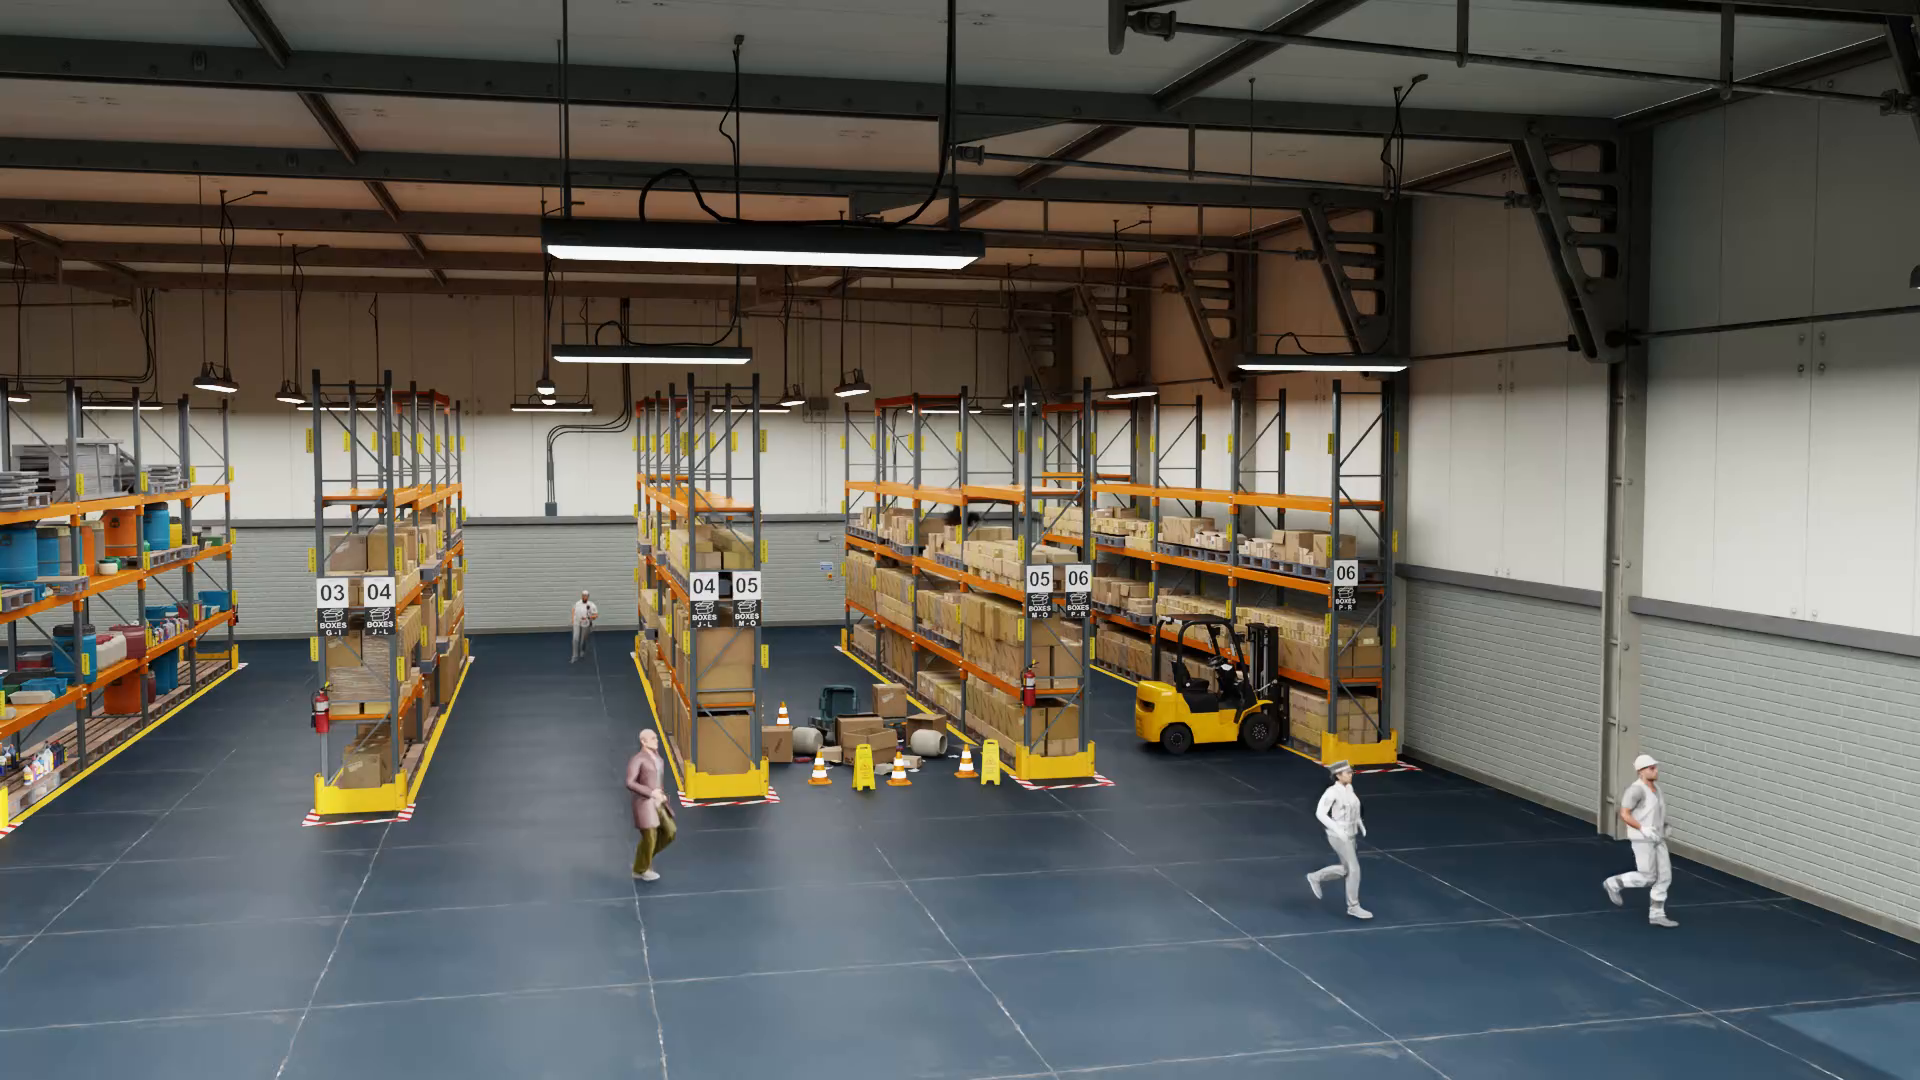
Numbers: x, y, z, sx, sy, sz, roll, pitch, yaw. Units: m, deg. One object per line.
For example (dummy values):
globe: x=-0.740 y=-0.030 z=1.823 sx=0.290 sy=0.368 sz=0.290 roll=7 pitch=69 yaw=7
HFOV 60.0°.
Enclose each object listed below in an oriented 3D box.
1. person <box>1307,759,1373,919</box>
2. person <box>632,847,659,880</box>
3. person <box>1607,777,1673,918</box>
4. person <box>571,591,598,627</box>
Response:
person: x=4.035 y=3.144 z=17.664 sx=0.741 sy=1.670 sz=0.458 roll=3 pitch=4 yaw=37
person: x=-3.591 y=3.712 z=19.149 sx=0.405 sy=0.350 sz=0.256 roll=2 pitch=4 yaw=26
person: x=7.129 y=3.208 z=17.399 sx=0.637 sy=1.459 sz=0.640 roll=-3 pitch=4 yaw=-39
person: x=-8.677 y=1.597 z=38.306 sx=0.645 sy=0.828 sz=0.430 roll=0 pitch=3 yaw=4
